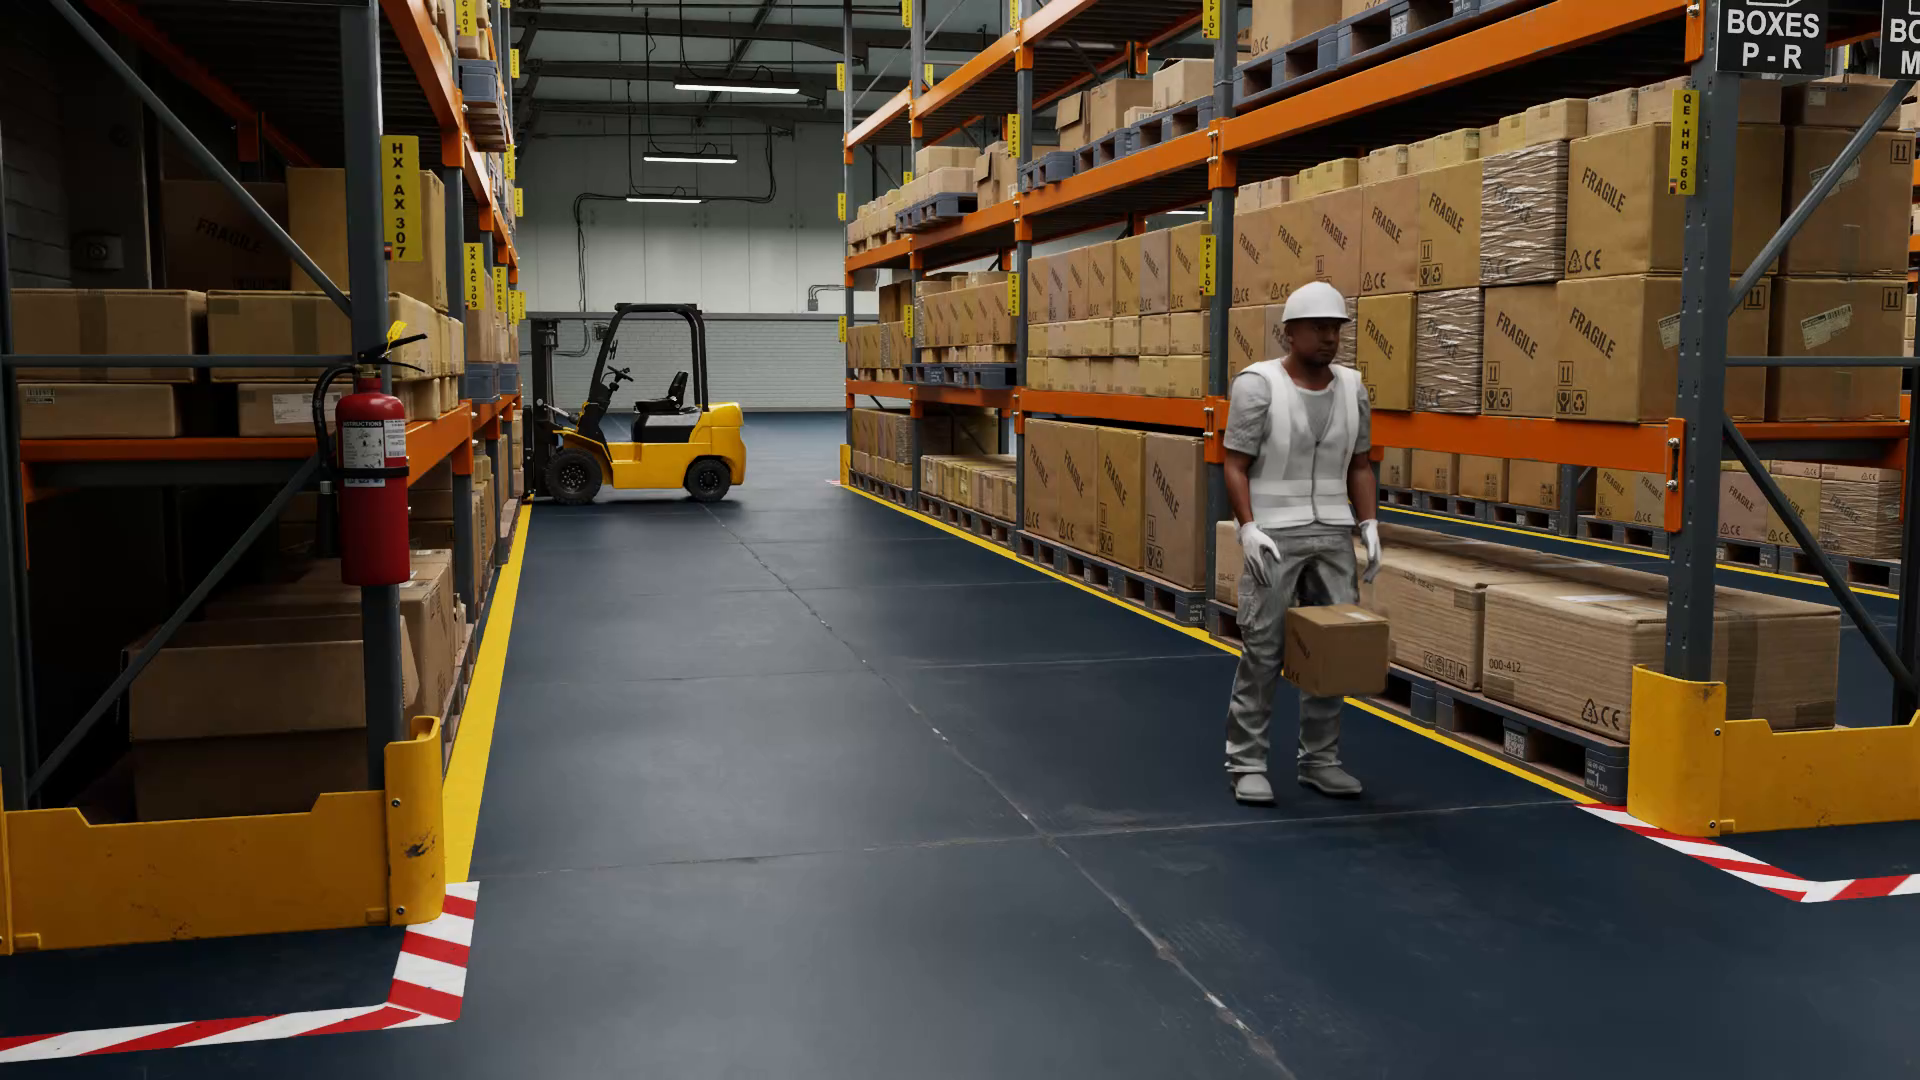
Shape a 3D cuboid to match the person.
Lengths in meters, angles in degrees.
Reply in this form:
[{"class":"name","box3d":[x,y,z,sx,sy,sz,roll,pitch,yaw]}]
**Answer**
[{"class":"person","box3d":[1.185,0.001,5.800,0.575,1.781,0.411,-2,6,-17]}]
